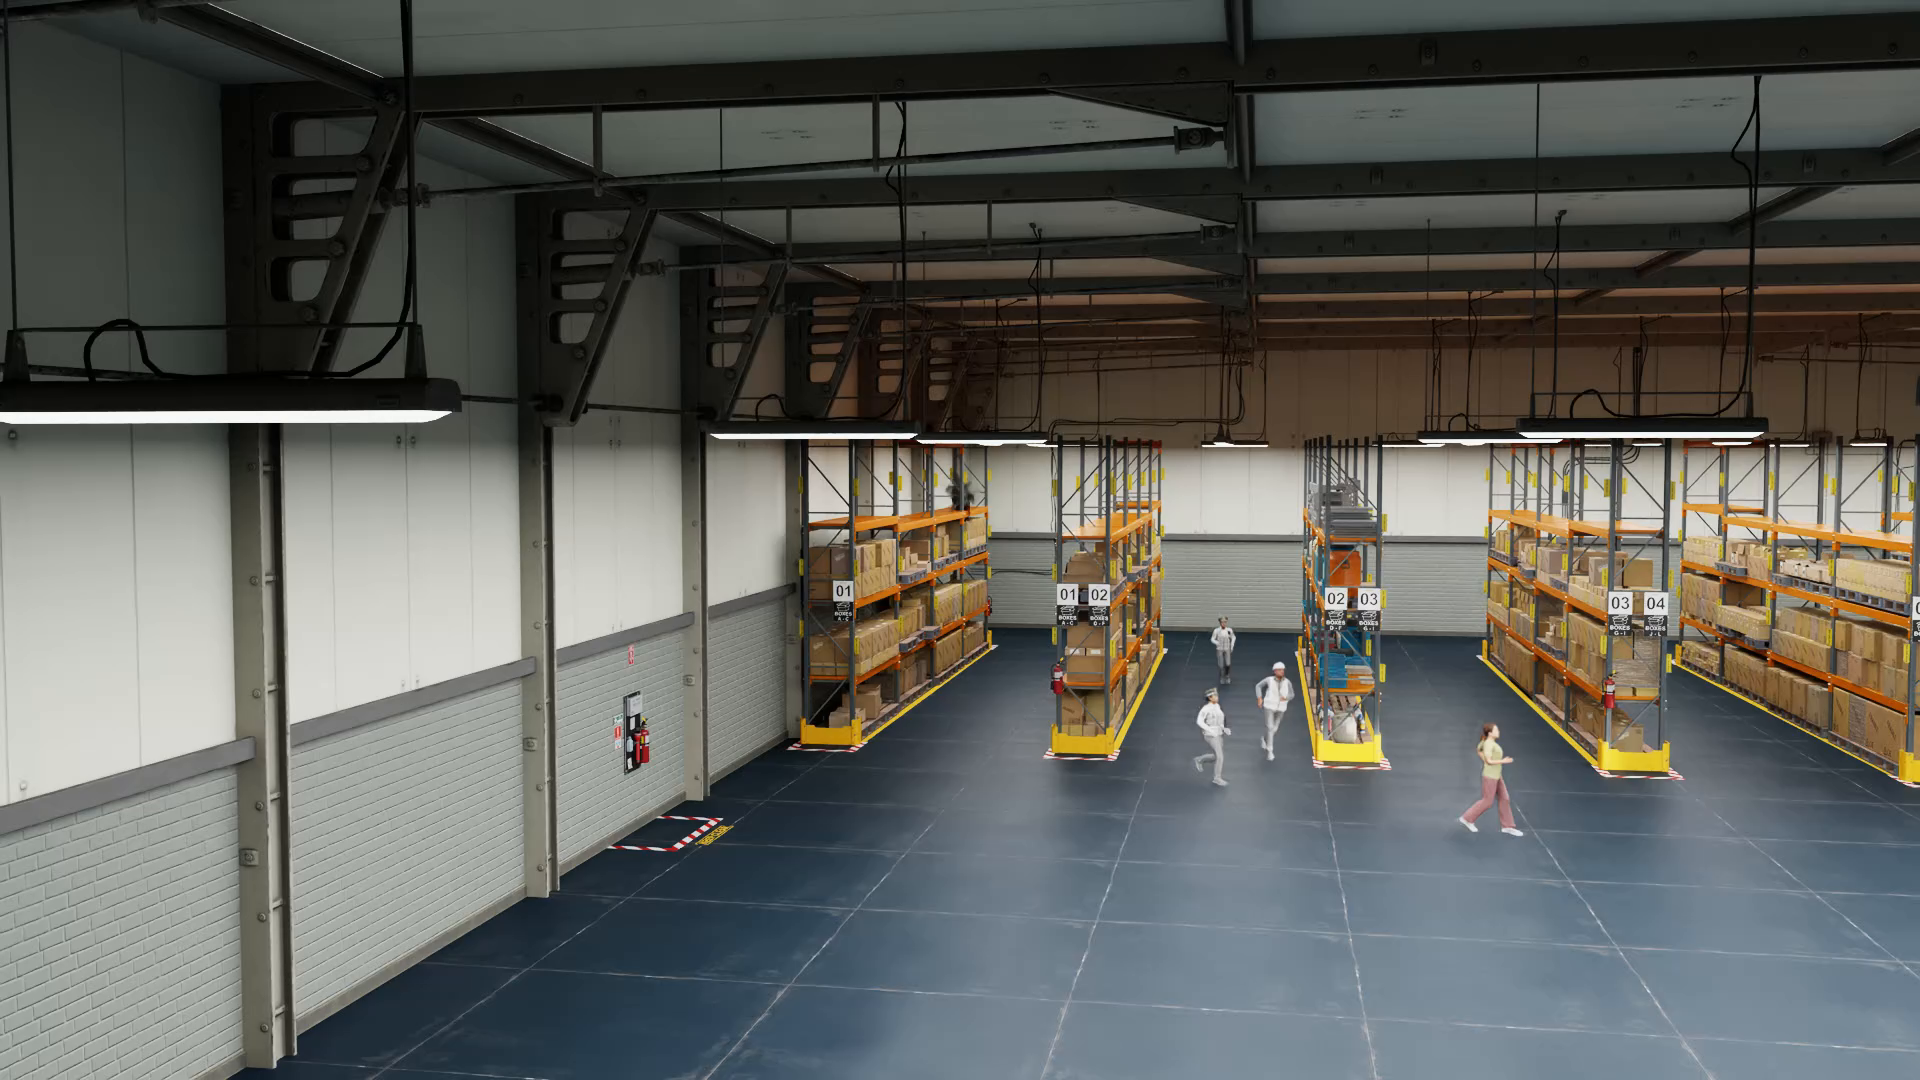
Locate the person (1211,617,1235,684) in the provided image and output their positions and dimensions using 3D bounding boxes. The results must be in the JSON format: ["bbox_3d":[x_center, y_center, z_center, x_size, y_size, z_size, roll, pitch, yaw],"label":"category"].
[{"bbox_3d":[6.420,2.691,40.513,0.596,1.664,0.628,0,3,6],"label":"person"}]

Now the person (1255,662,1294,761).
[{"bbox_3d":[5.900,3.163,31.075,0.683,1.776,0.938,-1,3,-10],"label":"person"}]

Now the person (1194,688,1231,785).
[{"bbox_3d":[4.307,3.358,28.575,0.655,1.673,0.618,2,4,37],"label":"person"}]

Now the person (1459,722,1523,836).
[{"bbox_3d":[7.863,3.524,24.586,0.908,1.659,0.580,1,3,24],"label":"person"}]
